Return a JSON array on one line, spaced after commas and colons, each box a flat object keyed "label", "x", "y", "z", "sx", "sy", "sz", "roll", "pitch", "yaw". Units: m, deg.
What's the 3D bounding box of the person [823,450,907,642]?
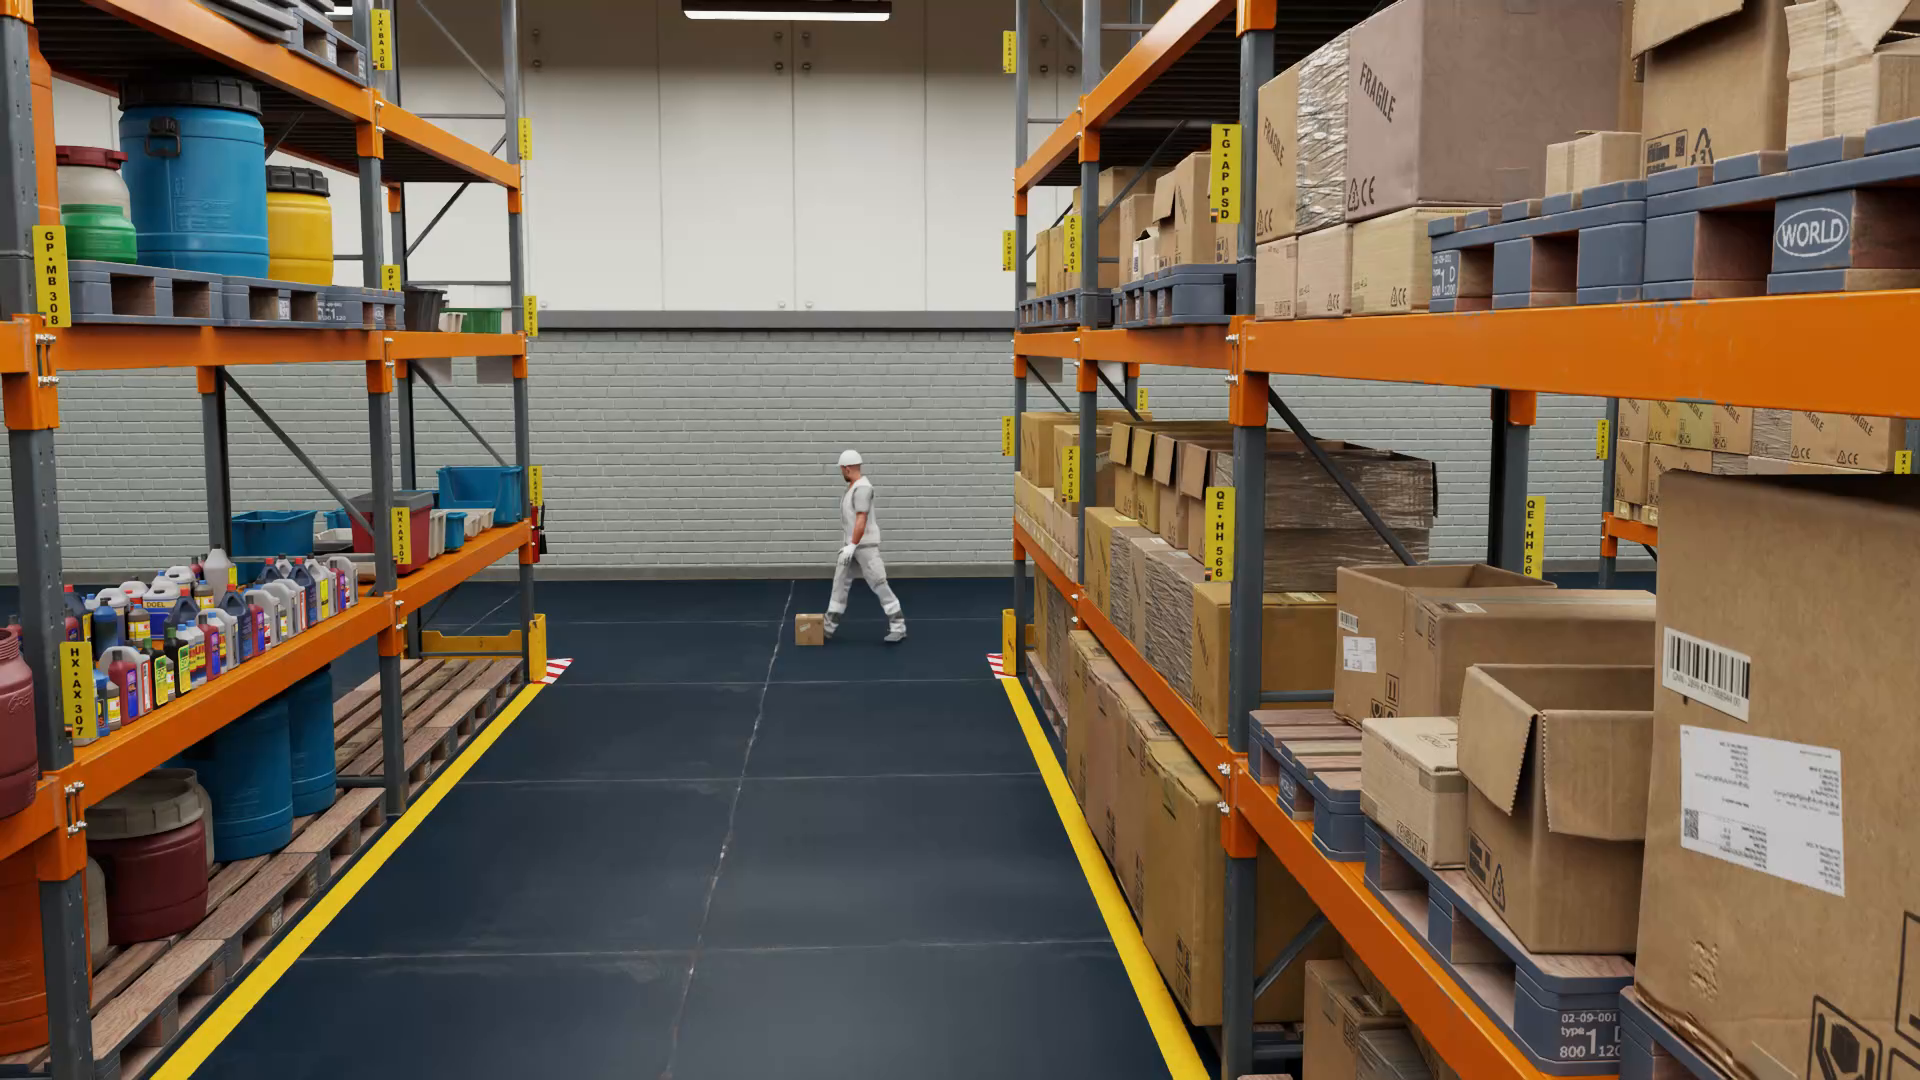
[{"label": "person", "x": -0.960, "y": 0.061, "z": 15.145, "sx": 0.891, "sy": 1.752, "sz": 0.636, "roll": -3, "pitch": 7, "yaw": -21}]
